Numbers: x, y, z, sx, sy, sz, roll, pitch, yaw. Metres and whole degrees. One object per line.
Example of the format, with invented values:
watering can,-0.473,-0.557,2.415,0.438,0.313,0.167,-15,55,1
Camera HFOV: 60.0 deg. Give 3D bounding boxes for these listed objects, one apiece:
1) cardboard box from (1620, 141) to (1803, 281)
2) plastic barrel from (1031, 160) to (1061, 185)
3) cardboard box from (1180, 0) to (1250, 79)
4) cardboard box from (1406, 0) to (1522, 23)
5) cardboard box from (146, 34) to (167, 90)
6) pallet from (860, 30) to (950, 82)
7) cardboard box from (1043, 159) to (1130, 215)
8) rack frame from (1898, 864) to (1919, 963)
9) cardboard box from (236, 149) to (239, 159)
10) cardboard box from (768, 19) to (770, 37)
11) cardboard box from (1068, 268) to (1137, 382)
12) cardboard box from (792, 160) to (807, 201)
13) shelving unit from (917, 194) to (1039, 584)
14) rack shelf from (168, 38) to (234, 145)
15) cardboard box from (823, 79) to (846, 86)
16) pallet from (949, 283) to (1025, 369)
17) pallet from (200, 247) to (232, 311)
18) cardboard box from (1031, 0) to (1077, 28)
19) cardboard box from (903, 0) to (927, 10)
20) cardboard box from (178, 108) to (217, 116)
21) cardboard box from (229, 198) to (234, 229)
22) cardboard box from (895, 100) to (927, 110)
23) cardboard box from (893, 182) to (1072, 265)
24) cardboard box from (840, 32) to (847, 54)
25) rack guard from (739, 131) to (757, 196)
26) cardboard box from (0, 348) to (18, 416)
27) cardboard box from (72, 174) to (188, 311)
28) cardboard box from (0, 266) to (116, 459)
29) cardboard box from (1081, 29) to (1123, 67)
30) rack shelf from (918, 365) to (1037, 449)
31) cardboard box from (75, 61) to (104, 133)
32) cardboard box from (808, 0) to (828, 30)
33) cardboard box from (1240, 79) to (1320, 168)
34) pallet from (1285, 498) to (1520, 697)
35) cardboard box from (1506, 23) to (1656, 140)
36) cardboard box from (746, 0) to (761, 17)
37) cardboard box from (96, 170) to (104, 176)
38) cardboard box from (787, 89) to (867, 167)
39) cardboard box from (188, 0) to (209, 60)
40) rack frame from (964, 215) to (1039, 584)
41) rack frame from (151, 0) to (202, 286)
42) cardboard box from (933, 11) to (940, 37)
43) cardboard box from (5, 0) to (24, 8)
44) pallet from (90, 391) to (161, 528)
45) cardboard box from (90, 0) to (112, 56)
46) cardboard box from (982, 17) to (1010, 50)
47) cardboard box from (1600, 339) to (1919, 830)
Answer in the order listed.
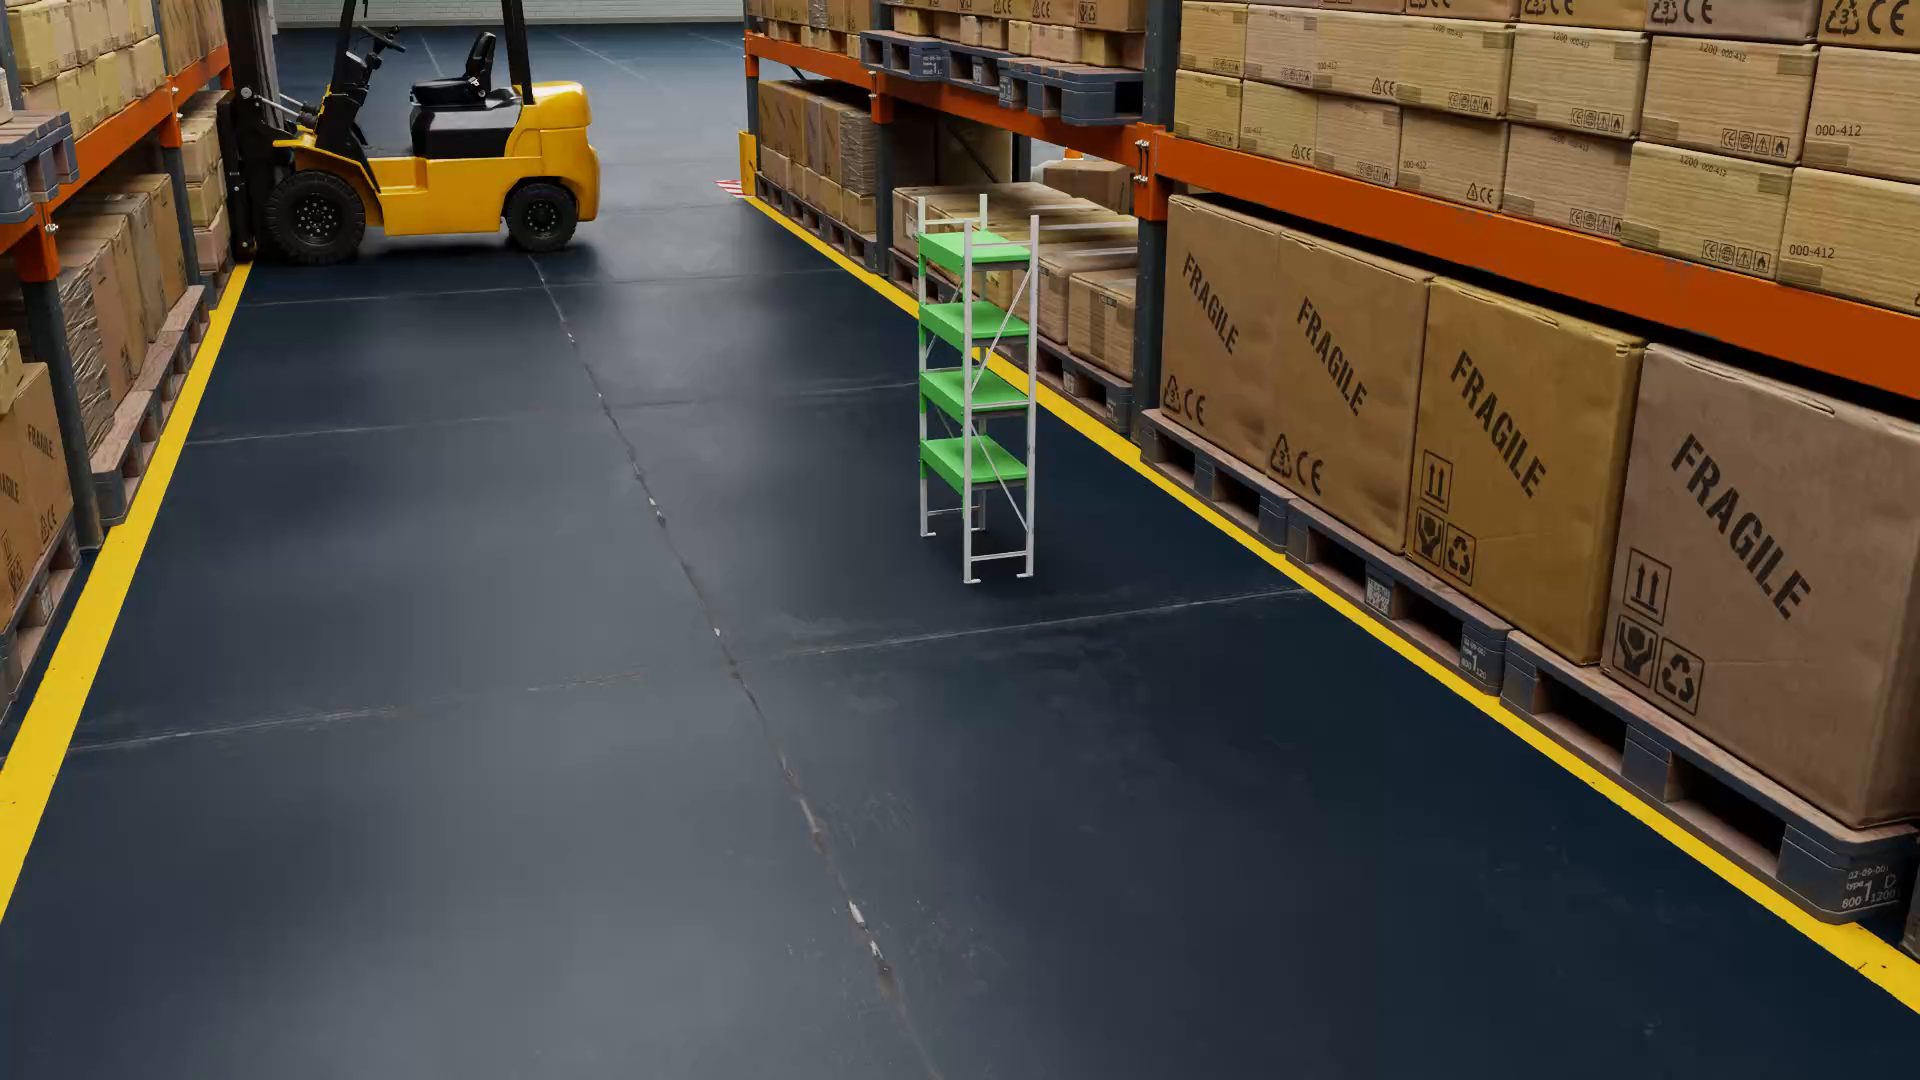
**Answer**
cardboard box,1.936,-0.791,3.903,0.500,0.250,0.500,-7,21,-18
plastic barrel,0.790,-2.717,12.855,0.512,0.421,0.421,8,21,20
cardboard box,1.142,-1.840,6.085,0.500,0.250,0.500,-7,21,-18
cardboard box,1.609,-1.710,4.612,0.500,0.500,0.500,-6,21,-16
cardboard box,-4.344,-2.415,8.424,0.500,0.250,0.500,-6,21,-16
pallet,0.062,-2.797,9.550,1.003,0.211,1.213,-6,21,-17
cardboard box,0.915,-2.461,12.025,0.500,0.500,0.500,8,21,20
rack frame,2.475,-0.581,3.096,1.000,3.000,0.127,-6,21,-17
cardboard box,-5.228,-2.593,11.406,0.500,0.250,0.500,-7,21,-18
cardboard box,-1.287,-4.009,13.013,0.380,0.149,0.250,-7,21,-19
cardboard box,1.049,-1.008,7.551,0.950,0.372,0.625,-8,21,-21
cardboard box,-0.969,-2.709,12.467,0.500,0.250,0.500,-5,20,-14
shelving unit,0.052,-0.512,5.566,0.258,1.200,0.503,-6,21,-17
rack shelf,-5.379,-2.923,10.680,1.077,0.370,4.000,-6,21,-17
cardboard box,-0.798,-3.459,13.446,0.500,0.500,0.500,-6,21,-17
pallet,0.594,-1.194,8.928,1.003,0.211,1.213,-6,21,-17
pallet,-4.961,-1.567,9.966,1.003,0.211,1.213,-6,21,-17
cardboard box,0.638,-2.530,7.314,0.500,0.500,0.500,-7,21,-18
cardboard box,-0.007,-3.191,9.154,0.500,0.500,0.500,-6,21,-17
cardboard box,-5.081,-2.675,10.894,0.500,0.250,0.500,-7,21,-18
cardboard box,-5.080,-2.203,11.059,0.500,0.250,0.500,-6,21,-15
cardboard box,-0.148,-2.793,11.592,0.500,0.500,0.500,-6,20,-15
cardboard box,0.128,-1.941,10.149,0.950,0.372,0.625,-6,21,-17
cardboard box,-0.588,-3.353,11.186,0.380,0.149,0.250,-7,21,-18
rack guard,-1.273,-3.231,14.172,1.175,0.500,0.348,-6,21,-17
cardboard box,-2.982,-0.446,4.839,0.380,0.149,0.250,-8,21,-20
cardboard box,-4.576,-1.533,8.639,0.875,0.625,0.625,-5,20,-15
cardboard box,-3.676,-0.617,6.090,0.875,0.625,0.625,-6,21,-15
cardboard box,0.738,-2.102,7.083,0.380,0.149,0.250,-6,21,-16
rack shelf,0.052,-0.451,5.587,0.258,0.148,0.480,-6,21,-17
cardboard box,-3.723,-1.760,6.601,0.500,0.250,0.500,-7,21,-19
cardboard box,-0.751,-3.782,11.420,0.500,0.500,0.500,-6,21,-16
cardboard box,1.311,-1.447,5.730,0.500,0.250,0.500,-7,21,-19
pallet,1.774,0.100,5.326,1.003,0.211,1.213,-6,21,-17
cardboard box,1.773,-1.186,4.264,0.500,0.250,0.500,-6,21,-16
cardboard box,-1.411,-4.437,13.245,0.500,0.500,0.500,-7,21,-18
cardboard box,-5.089,-2.131,9.379,0.500,0.250,0.500,-6,21,-16
cardboard box,-0.979,-3.063,12.344,0.500,0.500,0.500,-6,21,-16
cardboard box,-5.120,-3.328,10.597,0.500,0.500,0.500,-6,21,-17
rack frame,0.129,-0.433,5.348,0.240,1.200,0.015,-6,21,-17
rack frame,-4.751,-2.619,8.772,1.000,3.000,0.127,-6,21,-17
cardboard box,0.066,-2.853,9.171,0.380,0.149,0.250,-5,20,-14
cardboard box,-3.314,-1.822,5.443,0.380,0.149,0.250,-6,21,-16
pallet,-3.715,-0.292,6.417,1.003,0.211,1.213,-6,21,-17
cardboard box,-3.889,-2.161,6.977,0.500,0.250,0.500,-6,21,-16
cardboard box,0.329,-2.513,8.225,0.380,0.149,0.250,-7,21,-19
cardboard box,2.204,0.031,3.914,0.875,0.875,0.875,-6,21,-16
